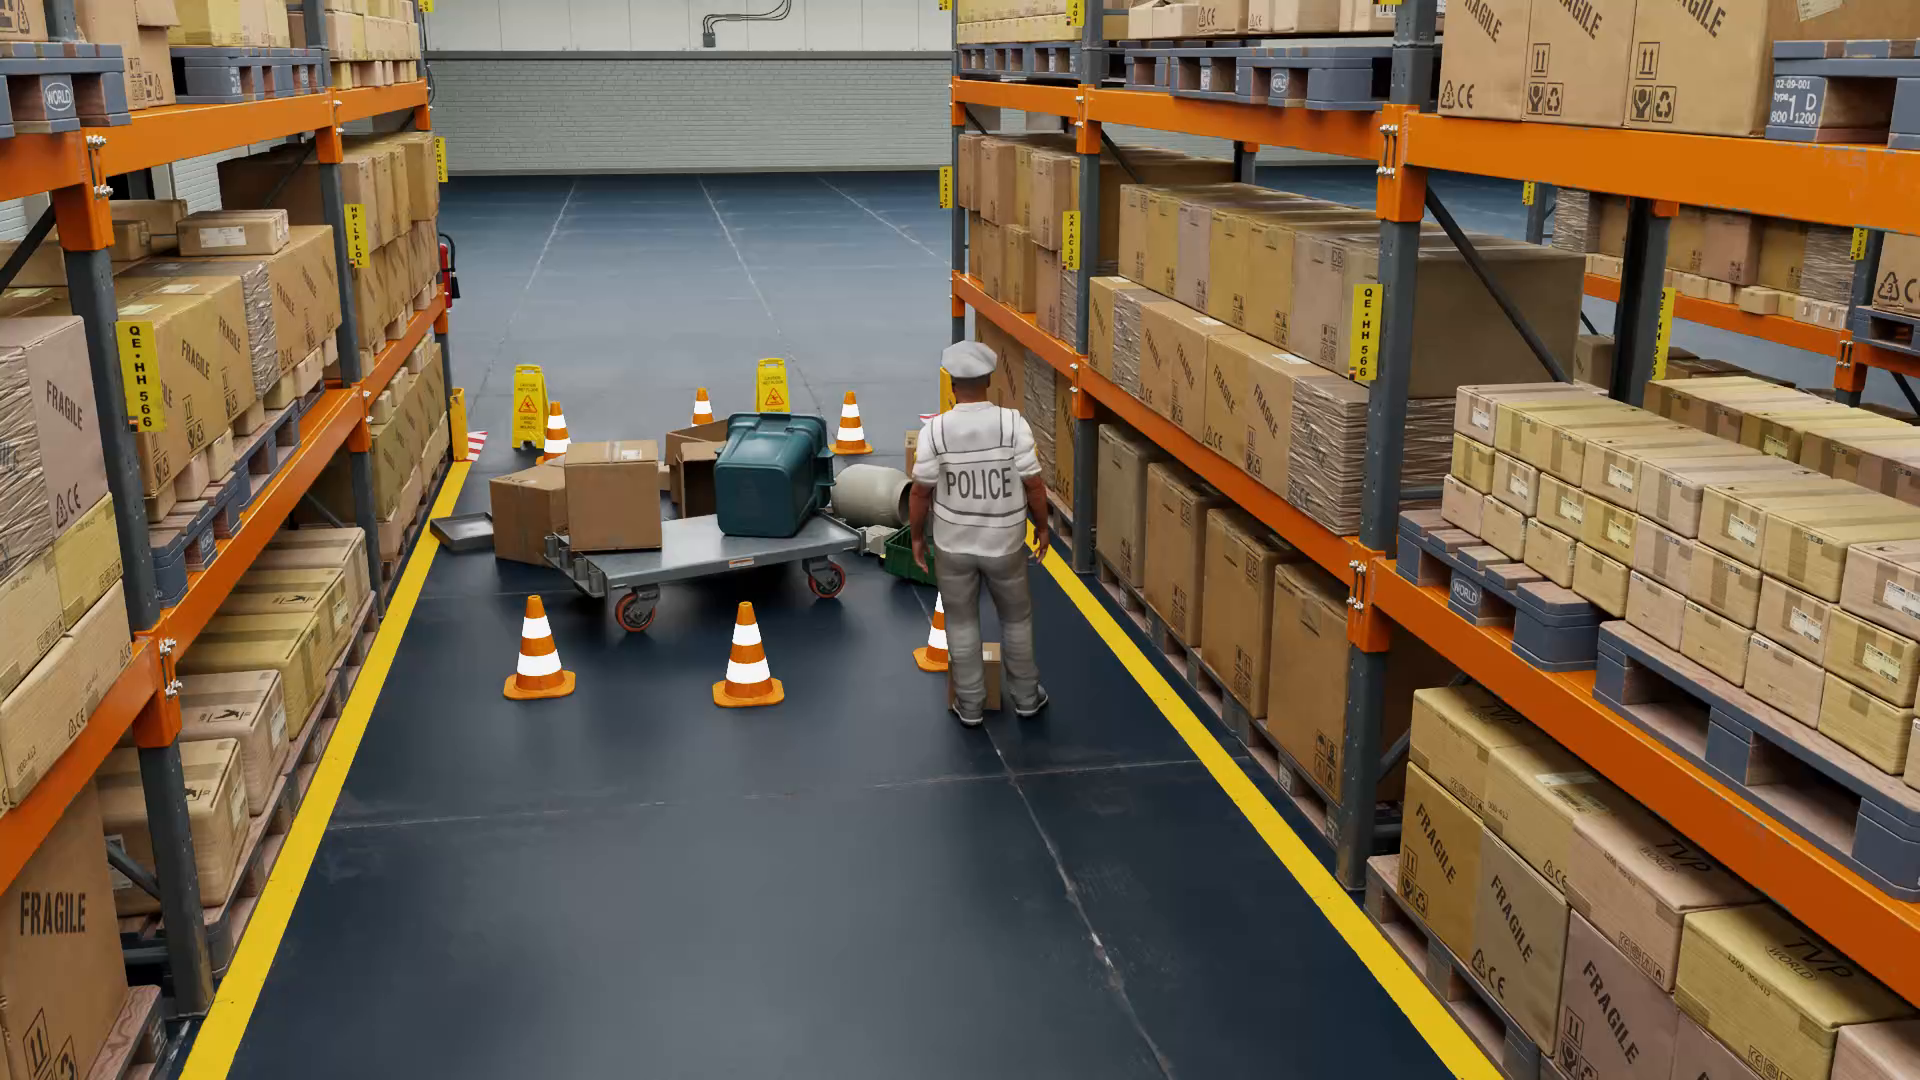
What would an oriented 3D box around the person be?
[{"bbox_3d":[0.095,-0.031,7.544,0.640,1.780,0.575,0,16,1],"label":"person"}]
